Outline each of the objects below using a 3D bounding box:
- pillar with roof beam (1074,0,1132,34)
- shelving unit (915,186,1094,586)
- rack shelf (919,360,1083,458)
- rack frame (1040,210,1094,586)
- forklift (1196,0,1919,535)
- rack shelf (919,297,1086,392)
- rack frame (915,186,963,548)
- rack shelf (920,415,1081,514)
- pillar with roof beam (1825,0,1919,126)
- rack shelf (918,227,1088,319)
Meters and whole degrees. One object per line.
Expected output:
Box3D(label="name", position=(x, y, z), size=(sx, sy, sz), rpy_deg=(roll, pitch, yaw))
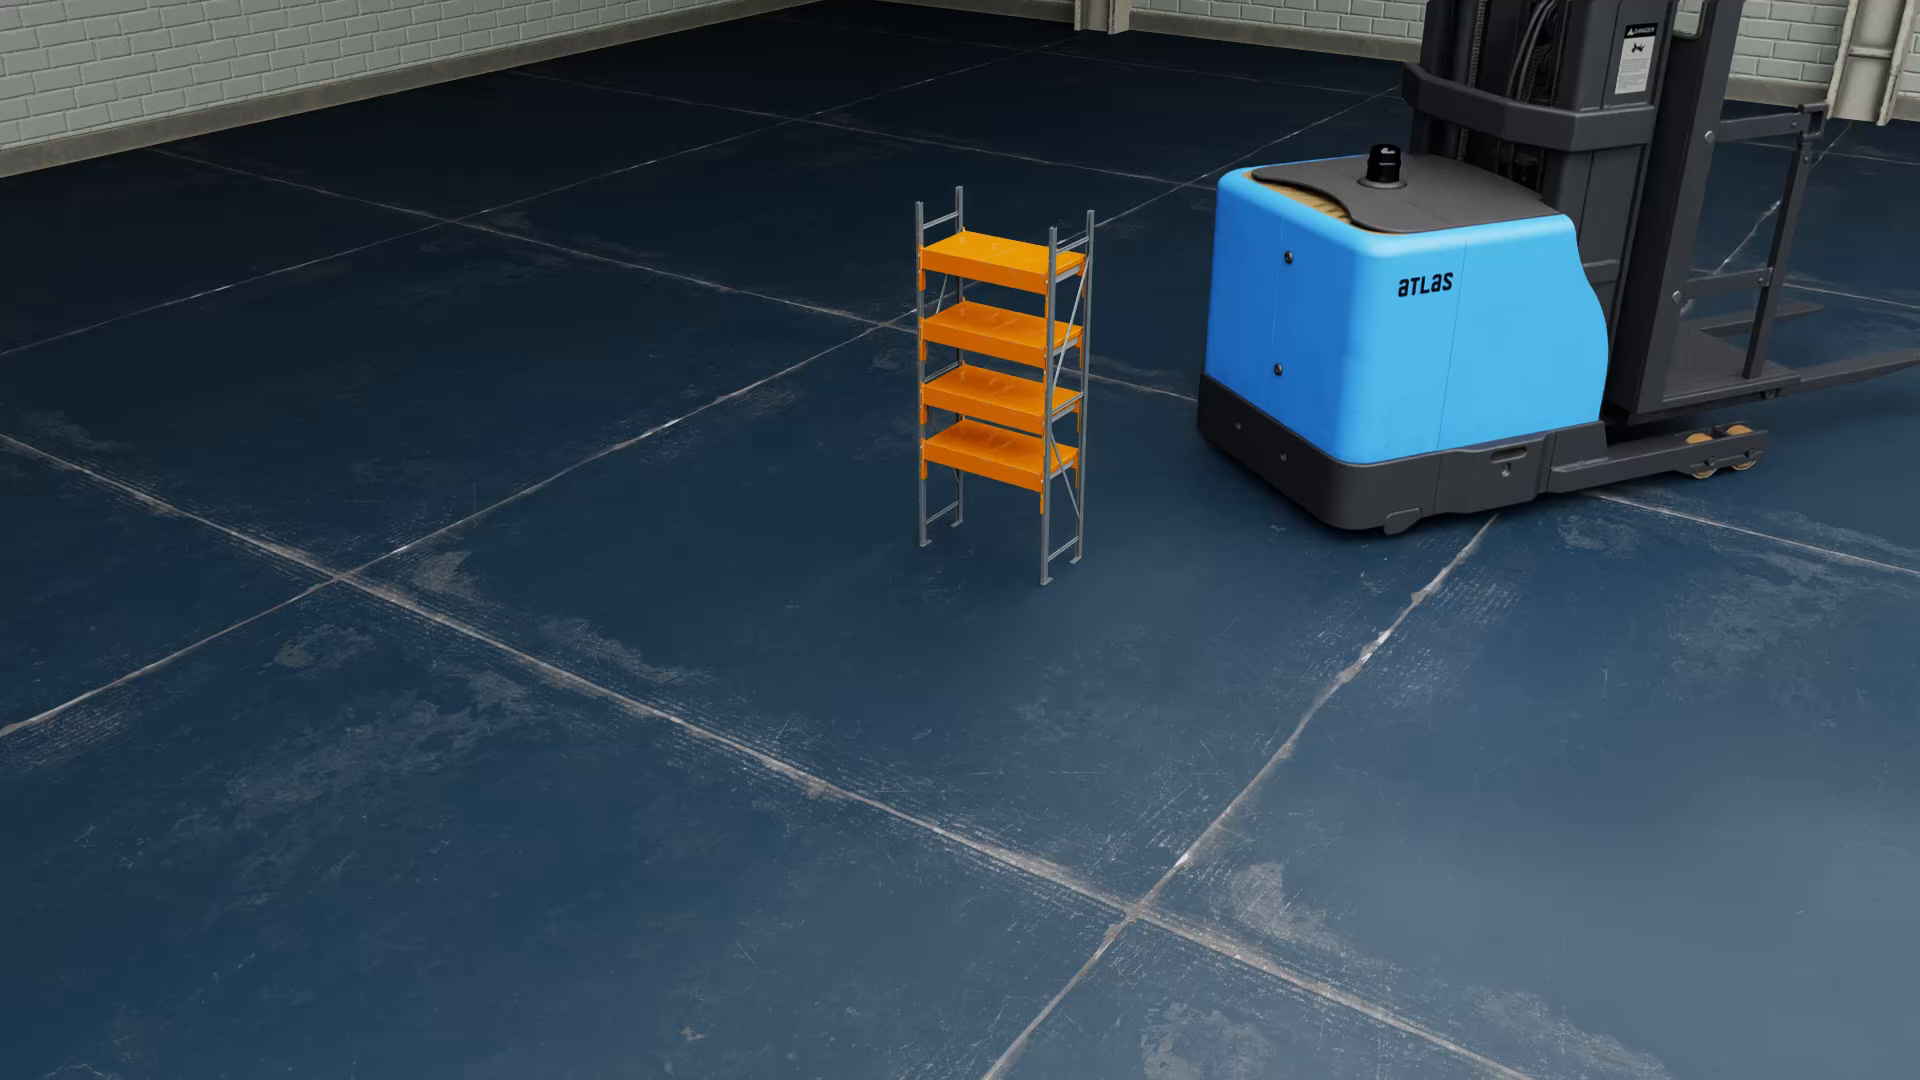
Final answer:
Box3D(label="pillar with roof beam", position=(-1.199, -6.854, 9.296), size=(0.400, 9.000, 9.100), rpy_deg=(17, 32, 30))
Box3D(label="shelving unit", position=(0.136, -0.492, 5.394), size=(0.503, 1.200, 0.258), rpy_deg=(17, 32, 30))
Box3D(label="rack shelf", position=(0.136, -0.432, 5.425), size=(0.480, 0.148, 0.258), rpy_deg=(17, 32, 30))
Box3D(label="rack frame", position=(0.338, -0.430, 5.271), size=(0.015, 1.200, 0.240), rpy_deg=(17, 32, 30))
Box3D(label="forklift", position=(2.483, -1.744, 5.945), size=(3.031, 2.935, 1.130), rpy_deg=(-11, 29, -20))
Box3D(label="rack shelf", position=(0.136, -0.632, 5.323), size=(0.480, 0.148, 0.258), rpy_deg=(17, 32, 30))
Box3D(label="rack frame", position=(-0.065, -0.555, 5.517), size=(0.015, 1.200, 0.240), rpy_deg=(17, 32, 30))
Box3D(label="rack shelf", position=(0.136, -0.255, 5.515), size=(0.480, 0.148, 0.258), rpy_deg=(17, 32, 30))
Box3D(label="pillar with roof beam", position=(3.747, -5.313, 6.268), size=(0.400, 9.000, 9.100), rpy_deg=(17, 32, 30))
Box3D(label="rack shelf", position=(0.136, -0.842, 5.216), size=(0.480, 0.148, 0.258), rpy_deg=(17, 32, 30))
